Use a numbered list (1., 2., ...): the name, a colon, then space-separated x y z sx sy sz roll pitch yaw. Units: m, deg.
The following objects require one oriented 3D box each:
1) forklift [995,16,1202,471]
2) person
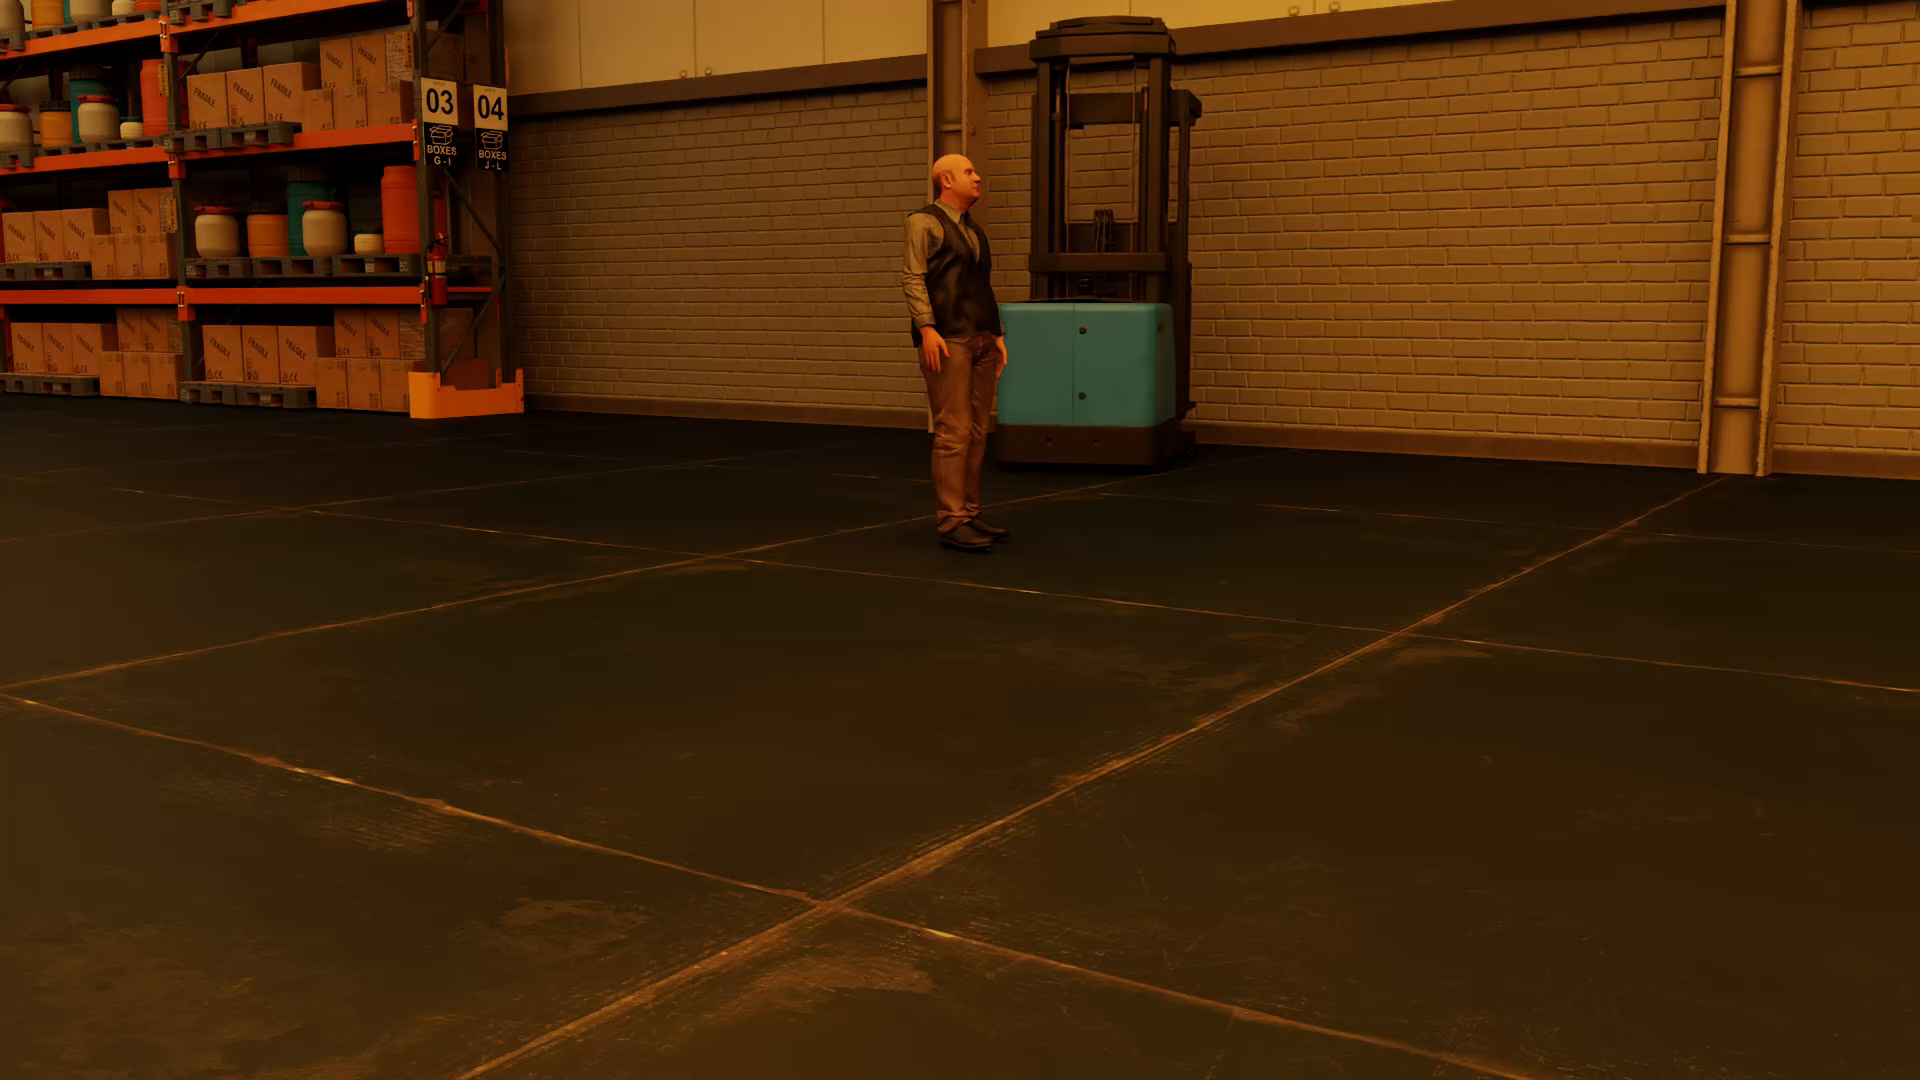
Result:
1. forklift: 1.090 -2.066 11.724 1.130 2.935 3.031 2 8 15
2. person: 0.048 -0.854 7.441 0.566 1.722 0.634 5 10 34
